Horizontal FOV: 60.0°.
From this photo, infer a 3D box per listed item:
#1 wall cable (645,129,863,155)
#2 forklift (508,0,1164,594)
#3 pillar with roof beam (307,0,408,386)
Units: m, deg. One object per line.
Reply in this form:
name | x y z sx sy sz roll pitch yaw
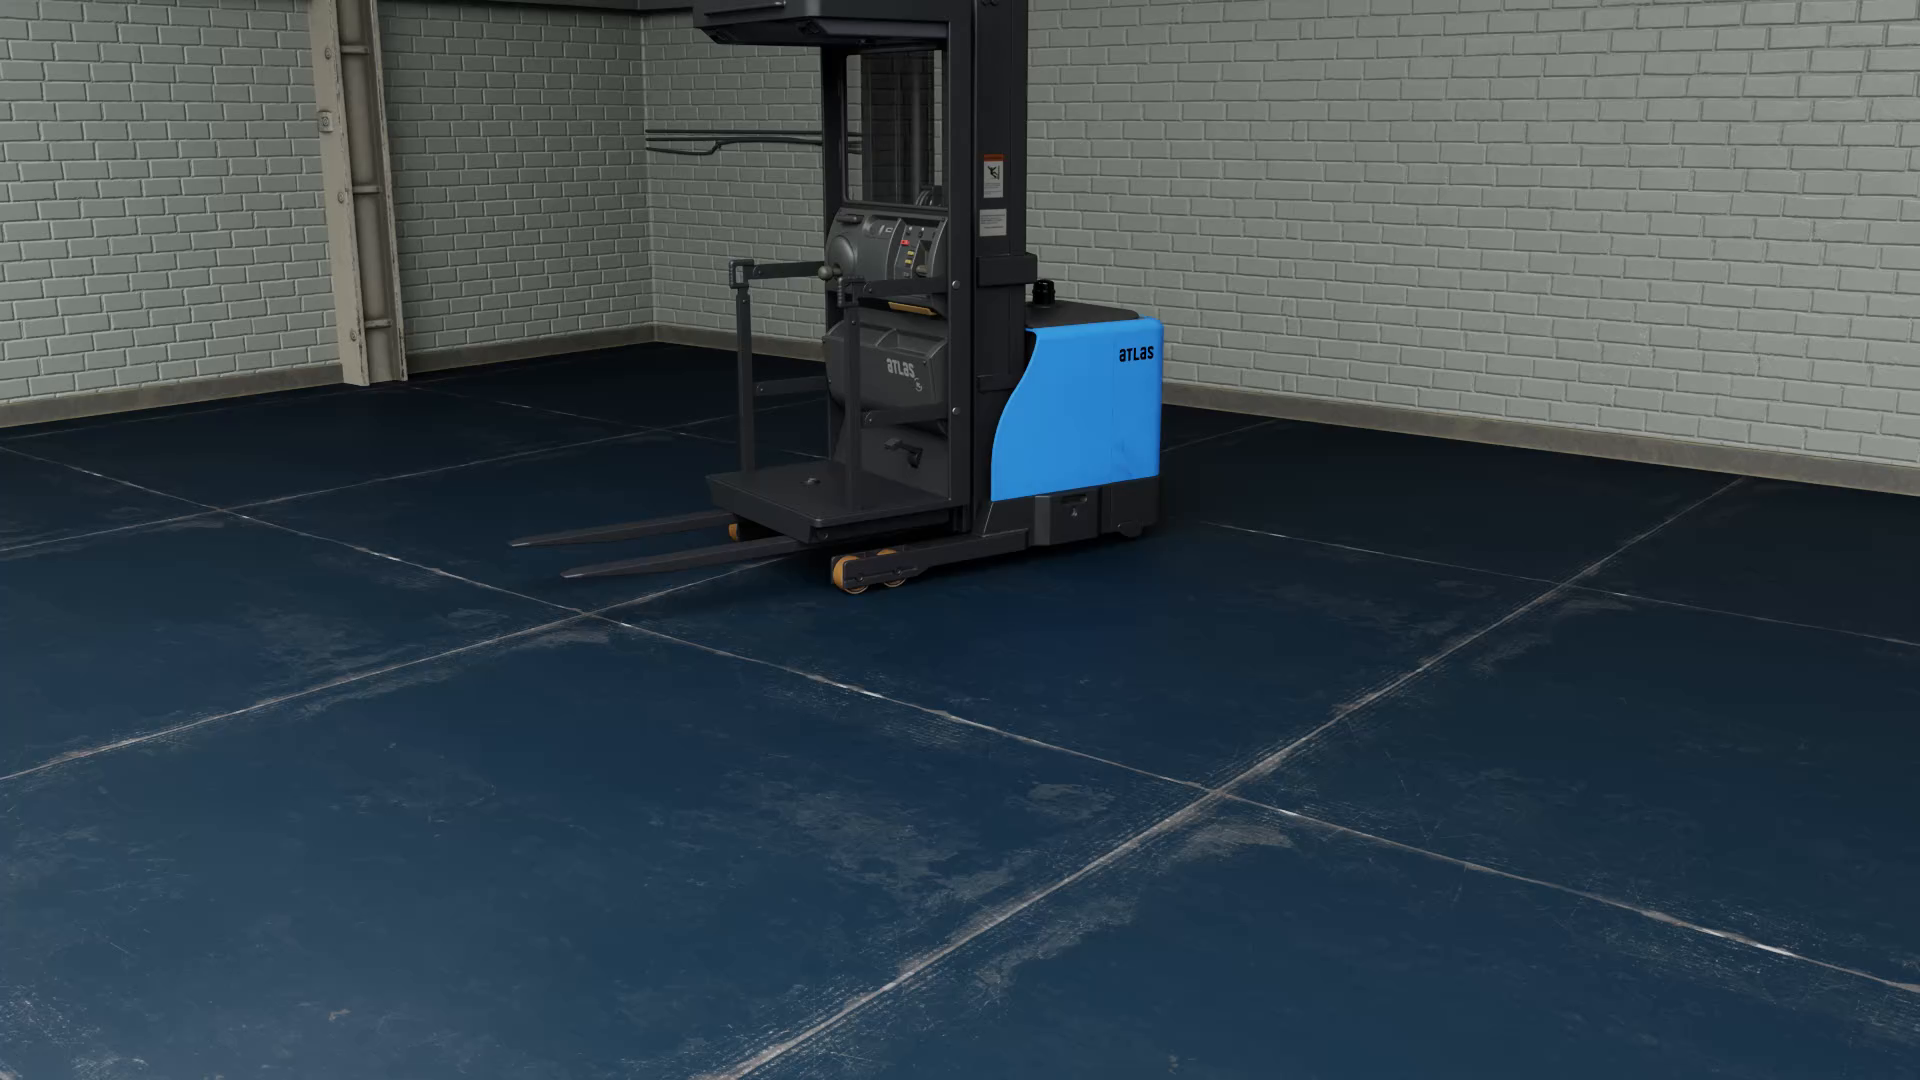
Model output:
wall cable | -1.700 -4.461 13.714 3.097 2.526 0.112 11 18 38
forklift | -0.514 -1.334 7.422 3.031 2.935 1.130 -10 17 -33
pillar with roof beam | -1.231 -4.940 9.294 9.100 9.000 0.400 11 18 38
